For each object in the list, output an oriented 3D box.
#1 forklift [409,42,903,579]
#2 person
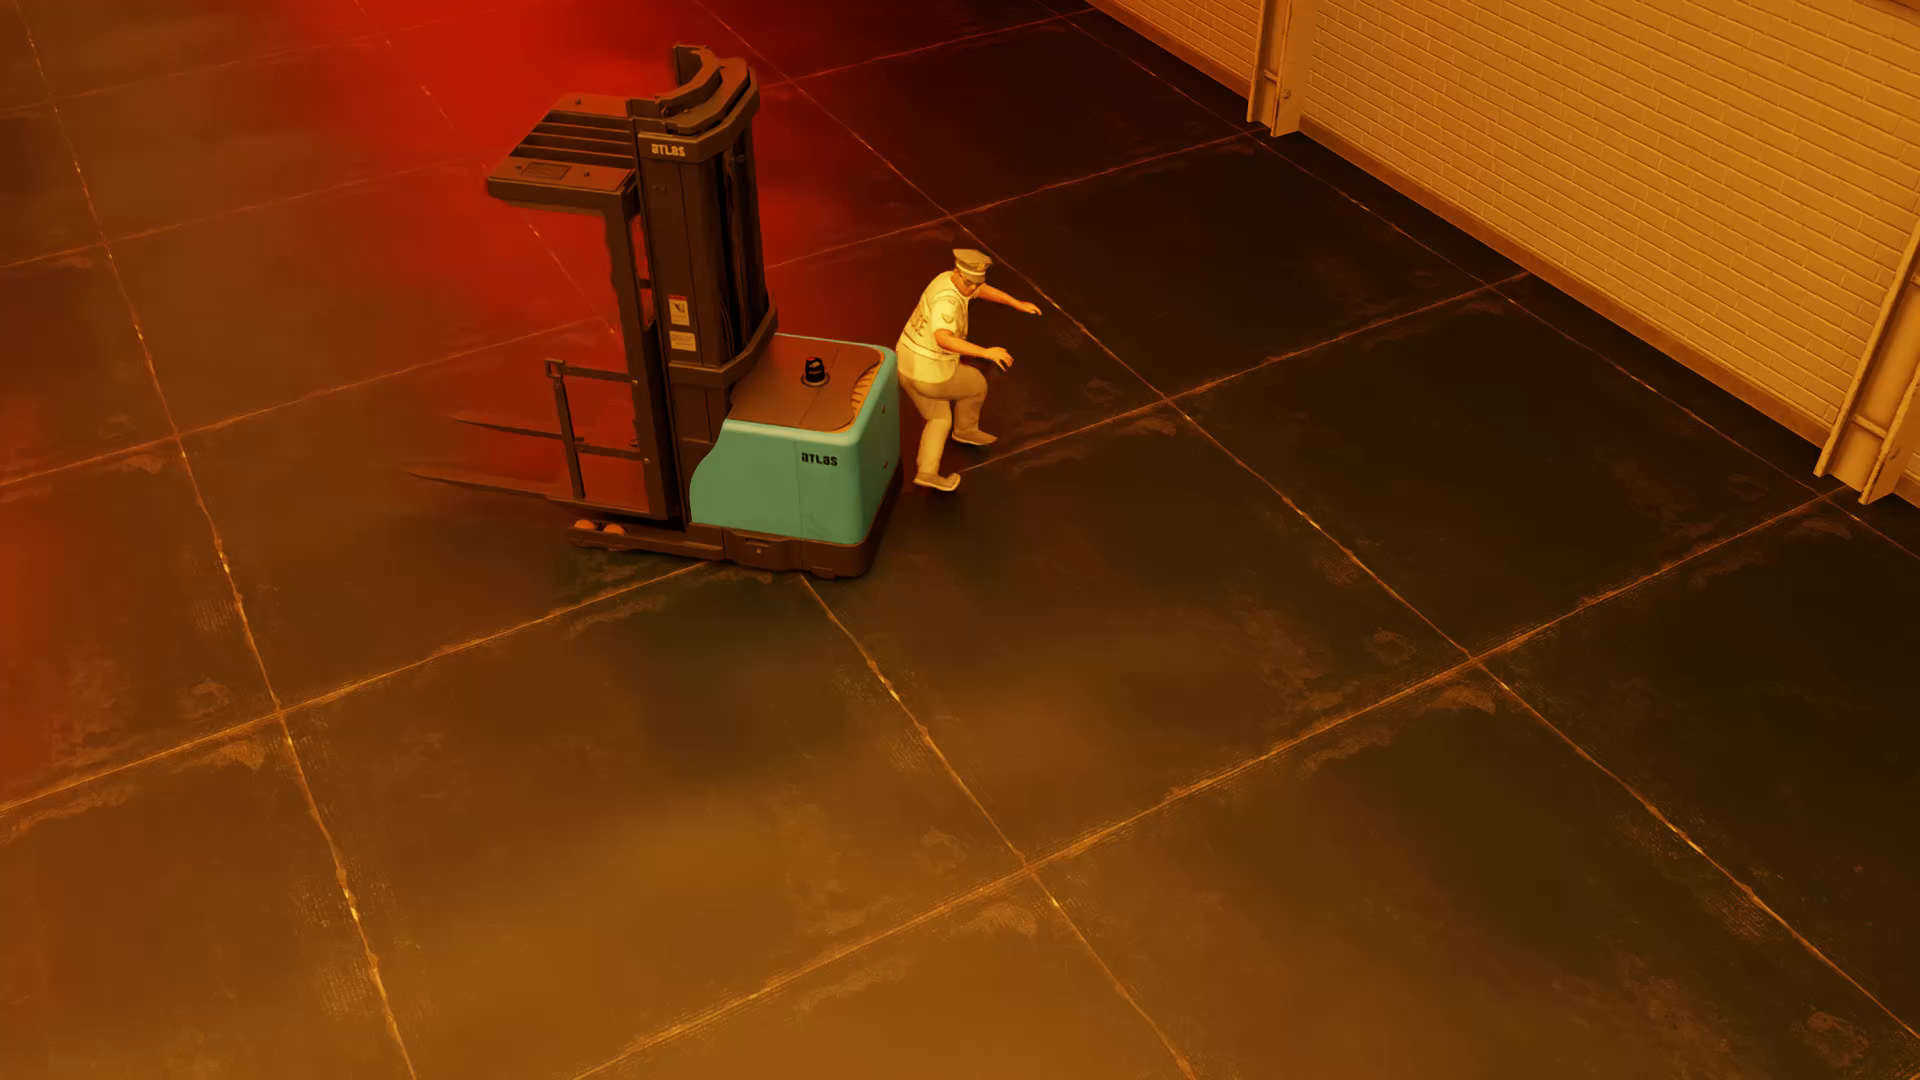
[{"bbox_3d":[-1.935,-1.379,9.698,3.031,2.935,1.130,8,40,10],"label":"forklift"},{"bbox_3d":[0.120,-1.089,10.500,1.130,1.552,0.916,-22,44,-24],"label":"person"}]
